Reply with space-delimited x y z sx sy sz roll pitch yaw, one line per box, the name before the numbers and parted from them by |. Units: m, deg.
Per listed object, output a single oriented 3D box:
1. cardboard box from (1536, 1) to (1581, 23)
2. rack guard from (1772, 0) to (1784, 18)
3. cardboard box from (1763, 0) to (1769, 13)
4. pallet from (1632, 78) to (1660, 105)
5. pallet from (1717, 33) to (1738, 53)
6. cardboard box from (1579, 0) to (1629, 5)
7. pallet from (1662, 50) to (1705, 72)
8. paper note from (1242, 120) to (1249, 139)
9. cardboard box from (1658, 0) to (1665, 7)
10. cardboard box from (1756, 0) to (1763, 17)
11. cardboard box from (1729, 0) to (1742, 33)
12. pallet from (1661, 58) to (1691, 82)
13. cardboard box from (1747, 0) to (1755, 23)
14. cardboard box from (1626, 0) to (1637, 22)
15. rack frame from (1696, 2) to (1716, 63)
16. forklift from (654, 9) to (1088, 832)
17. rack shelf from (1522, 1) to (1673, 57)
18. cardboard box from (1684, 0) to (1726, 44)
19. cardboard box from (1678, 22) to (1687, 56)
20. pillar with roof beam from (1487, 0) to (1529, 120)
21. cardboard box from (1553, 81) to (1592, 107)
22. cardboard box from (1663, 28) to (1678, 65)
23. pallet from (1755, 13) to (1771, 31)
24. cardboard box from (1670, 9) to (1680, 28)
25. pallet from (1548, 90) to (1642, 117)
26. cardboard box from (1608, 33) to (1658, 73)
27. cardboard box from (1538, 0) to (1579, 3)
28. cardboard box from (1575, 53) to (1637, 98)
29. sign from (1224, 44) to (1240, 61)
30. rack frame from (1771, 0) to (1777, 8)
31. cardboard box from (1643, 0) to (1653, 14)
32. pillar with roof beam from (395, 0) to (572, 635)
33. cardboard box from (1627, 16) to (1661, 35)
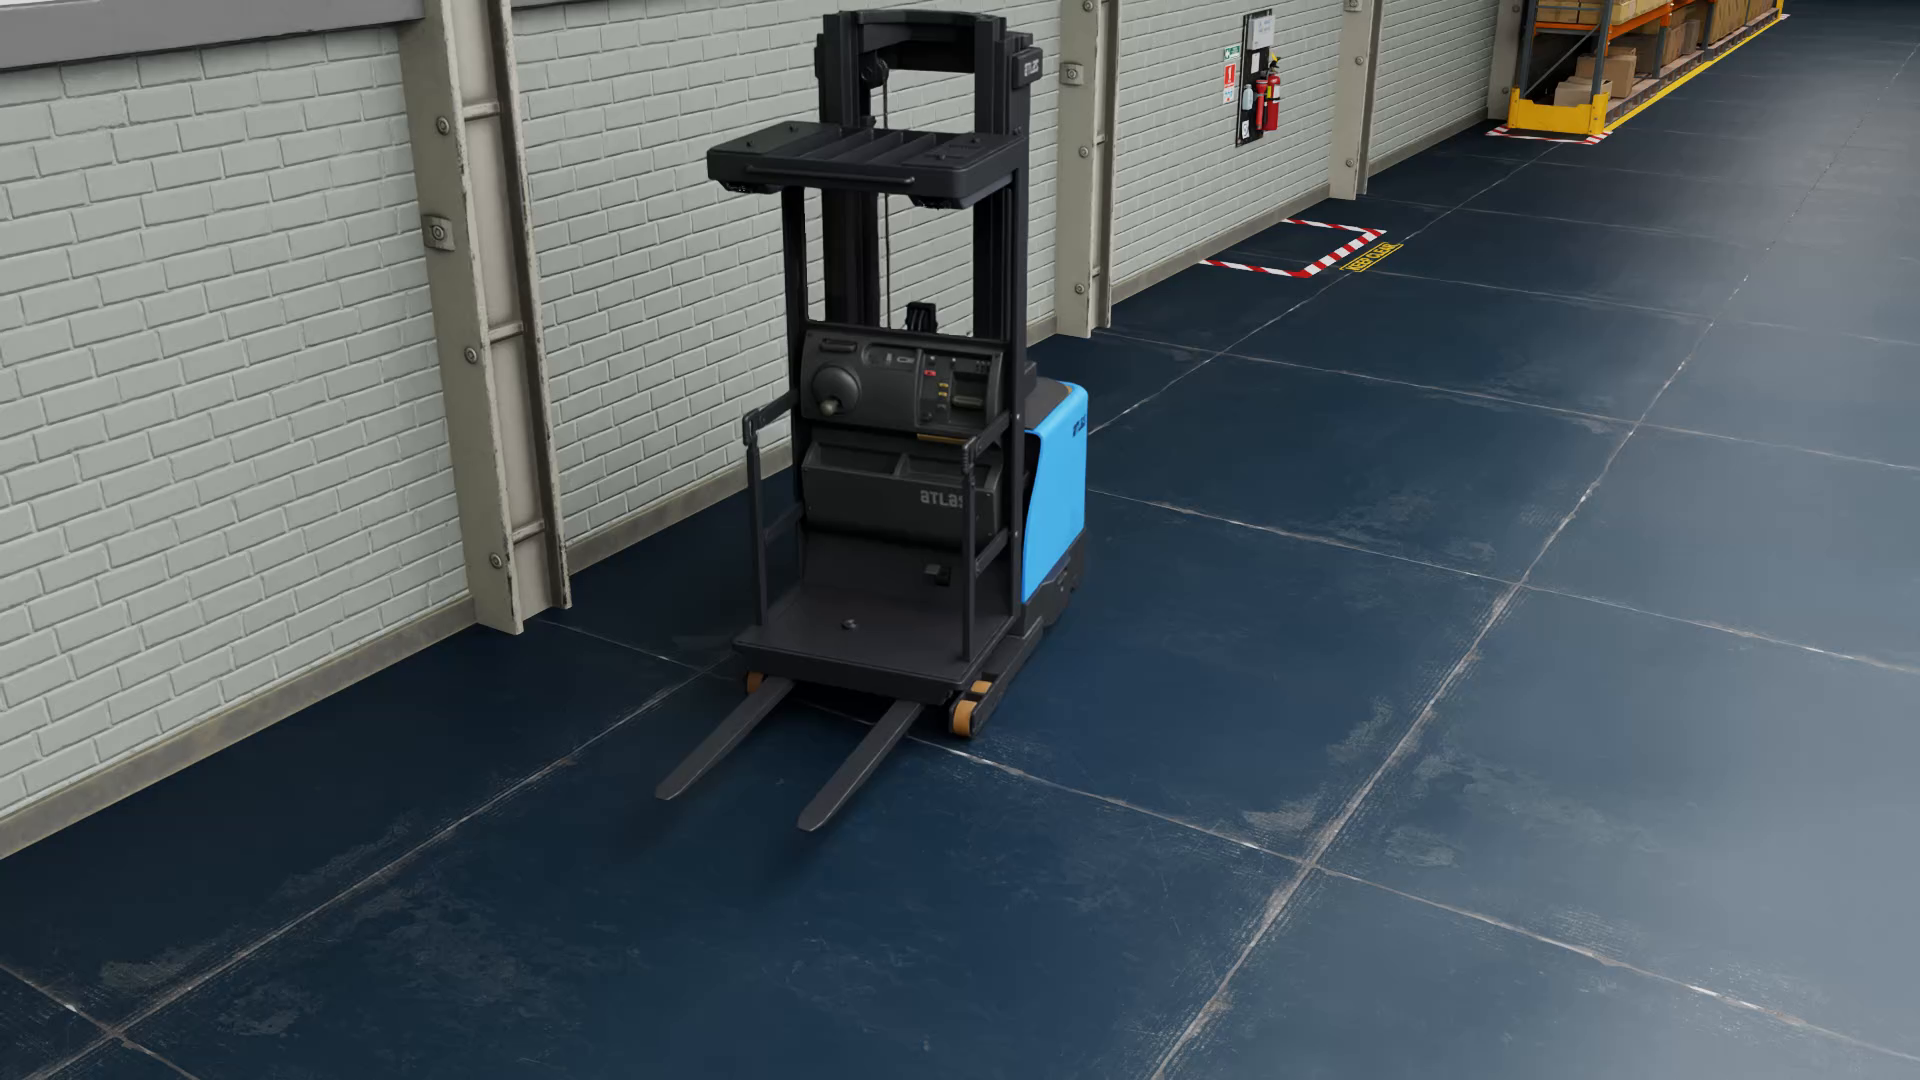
cardboard box | 7.735 -6.804 21.355 0.500 0.250 0.500 14 27 30
rack guard | 16.105 -10.927 33.861 1.175 0.500 0.348 14 27 29
cardboard box | 15.545 -10.685 32.774 0.700 0.500 0.500 14 27 29
pallet | 9.439 -6.502 24.003 1.003 0.211 1.213 14 27 29
pallet | 12.997 -8.746 29.188 1.003 0.211 1.213 14 27 29
cardboard box | 8.160 -7.048 20.975 0.500 0.500 0.500 14 27 29
pallet | 11.459 -7.822 27.054 1.003 0.211 1.213 14 27 29
paper note | 2.634 -3.782 15.320 0.016 0.148 0.142 14 27 29
cardboard box | 9.501 -7.566 23.115 0.500 0.250 0.500 14 27 29
cardboard box | 15.005 -10.334 31.963 0.700 0.500 0.500 15 27 30
cardboard box | 13.284 -9.375 29.306 0.750 0.750 0.750 15 27 31
pallet | 10.815 -7.412 26.106 1.003 0.211 1.213 14 27 29
cardboard box | 14.464 -9.992 31.174 0.700 0.500 0.500 14 27 30
cardboard box | 8.442 -6.882 21.536 0.500 0.250 0.500 13 27 27
rack frame | 11.873 -9.366 27.108 1.000 3.000 0.127 14 27 29
forklift | -0.335 -0.667 7.100 1.130 2.935 3.031 8 25 19
rack shelf | 8.708 -7.010 22.573 1.077 0.370 4.000 14 27 29
cardboard box | 12.372 -8.792 27.962 0.750 0.750 0.750 13 27 28
cardboard box | 11.167 -8.017 26.586 0.700 0.500 0.500 14 27 29
pillar with roof beam | 10.945 -8.934 18.560 9.100 9.000 0.400 14 27 29
cardboard box | 8.094 -5.848 21.814 0.500 0.311 0.500 11 26 23
cardboard box | 10.670 -7.671 25.786 0.700 0.500 0.500 14 27 30
pallet | 15.093 -10.090 32.291 1.003 0.211 1.213 14 27 29
cardboard box | 10.916 -8.157 25.965 0.500 0.250 0.500 14 27 29
pallet | 8.796 -6.088 23.048 1.003 0.211 1.213 14 27 29
cardboard box | 10.137 -7.322 24.981 0.700 0.500 0.500 15 28 31
cardboard box | 7.721 -7.154 21.218 0.500 0.500 0.500 14 27 28
cardboard box | 8.824 -6.364 22.769 0.700 0.500 0.500 12 26 26
sign | 2.417 -4.326 14.755 0.001 0.109 0.331 14 27 29
rack frame | 16.093 -12.066 33.345 1.000 3.000 0.127 14 27 29
cardboard box | 8.984 -7.223 22.323 0.500 0.250 0.500 14 27 29
pillar with roof beam | 1.450 -2.859 4.526 9.100 9.000 0.400 14 27 29
cardboard box | 10.366 -7.816 25.177 0.500 0.250 0.500 13 27 28
